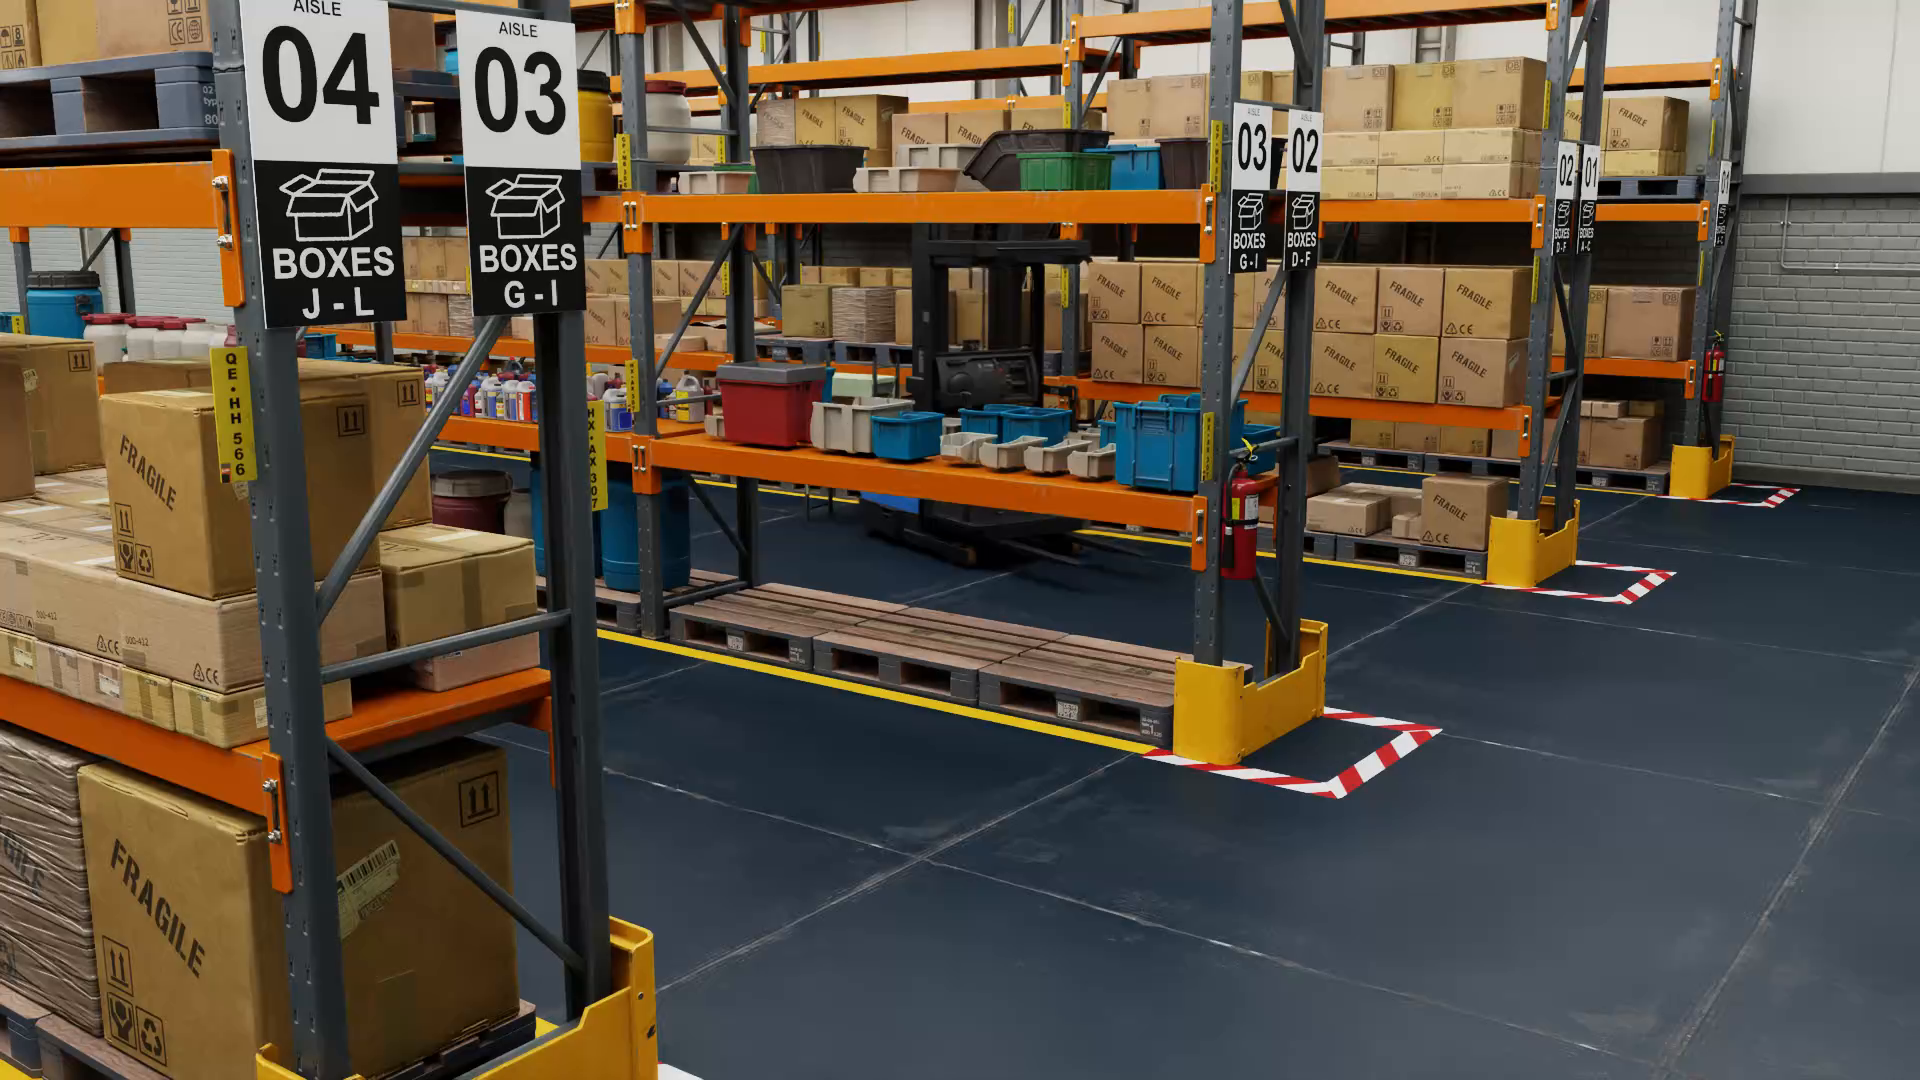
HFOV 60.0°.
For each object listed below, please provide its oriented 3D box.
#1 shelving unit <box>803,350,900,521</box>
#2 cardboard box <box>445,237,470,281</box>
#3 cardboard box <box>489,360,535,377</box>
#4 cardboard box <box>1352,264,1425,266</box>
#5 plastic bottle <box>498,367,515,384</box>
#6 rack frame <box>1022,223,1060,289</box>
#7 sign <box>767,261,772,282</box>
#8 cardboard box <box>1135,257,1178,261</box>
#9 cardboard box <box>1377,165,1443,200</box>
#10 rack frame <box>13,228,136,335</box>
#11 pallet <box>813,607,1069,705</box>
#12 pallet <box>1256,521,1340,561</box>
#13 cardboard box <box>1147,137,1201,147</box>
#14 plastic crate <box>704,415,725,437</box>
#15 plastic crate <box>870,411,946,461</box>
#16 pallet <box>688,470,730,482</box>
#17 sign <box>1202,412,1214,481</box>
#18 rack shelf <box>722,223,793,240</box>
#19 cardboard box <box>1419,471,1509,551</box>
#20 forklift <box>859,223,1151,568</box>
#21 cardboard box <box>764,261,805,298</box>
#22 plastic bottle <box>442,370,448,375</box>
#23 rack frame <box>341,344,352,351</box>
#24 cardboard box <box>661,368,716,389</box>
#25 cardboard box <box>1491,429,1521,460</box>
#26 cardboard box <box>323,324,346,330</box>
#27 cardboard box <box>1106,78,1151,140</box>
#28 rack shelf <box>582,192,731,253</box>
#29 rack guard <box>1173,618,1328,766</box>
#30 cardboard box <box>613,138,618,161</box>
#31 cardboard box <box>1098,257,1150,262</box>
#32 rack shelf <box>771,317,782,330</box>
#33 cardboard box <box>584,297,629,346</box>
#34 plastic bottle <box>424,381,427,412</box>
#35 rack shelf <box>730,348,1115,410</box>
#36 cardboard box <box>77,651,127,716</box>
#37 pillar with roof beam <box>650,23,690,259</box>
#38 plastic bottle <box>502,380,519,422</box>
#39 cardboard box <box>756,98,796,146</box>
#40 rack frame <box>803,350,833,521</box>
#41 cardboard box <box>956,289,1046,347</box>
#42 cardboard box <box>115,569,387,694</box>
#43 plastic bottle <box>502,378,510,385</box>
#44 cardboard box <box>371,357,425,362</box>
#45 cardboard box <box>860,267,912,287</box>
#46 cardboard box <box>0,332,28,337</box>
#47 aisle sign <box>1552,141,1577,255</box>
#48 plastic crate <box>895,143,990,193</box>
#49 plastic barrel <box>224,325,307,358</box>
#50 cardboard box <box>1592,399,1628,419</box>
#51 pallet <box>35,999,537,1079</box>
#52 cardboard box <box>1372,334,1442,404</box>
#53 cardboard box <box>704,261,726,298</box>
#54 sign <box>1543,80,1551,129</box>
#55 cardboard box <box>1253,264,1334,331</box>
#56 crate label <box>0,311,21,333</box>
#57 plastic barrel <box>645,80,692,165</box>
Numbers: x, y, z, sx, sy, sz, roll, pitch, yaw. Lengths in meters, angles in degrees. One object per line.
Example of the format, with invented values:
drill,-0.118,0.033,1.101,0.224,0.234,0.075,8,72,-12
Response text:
shelving unit,-0.959,-0.907,14.769,0.755,1.500,0.431,6,13,29
cardboard box,-5.588,-3.299,19.508,0.500,0.500,0.700,8,14,36
cardboard box,-5.415,-1.889,20.055,0.500,0.500,0.500,8,13,36
cardboard box,3.418,-1.960,13.369,0.500,0.500,0.500,8,14,36
plastic bottle,-3.374,-1.148,12.374,0.133,0.283,0.061,8,13,36
rack frame,0.927,-2.874,20.986,0.127,3.000,1.000,8,13,36
sign,-2.612,-3.664,22.794,0.005,0.325,0.100,8,13,36
cardboard box,2.394,-3.184,19.516,0.500,0.250,0.500,8,13,34
cardboard box,3.479,-2.690,12.533,0.500,0.250,0.500,8,13,36
rack frame,-8.161,-1.807,15.470,0.127,3.000,1.000,8,13,36
pallet,-0.110,0.676,9.981,1.213,0.211,1.003,8,13,36
pallet,2.762,-0.081,13.895,1.213,0.211,1.003,8,13,36
cardboard box,1.871,-3.161,13.653,0.500,0.250,0.500,8,13,36
plastic crate,-1.423,-0.733,10.457,0.243,0.136,0.396,8,13,36
plastic crate,-0.296,-0.596,9.498,0.300,0.233,0.416,8,13,36
pallet,-2.643,-0.844,17.838,1.213,0.211,1.003,8,13,36
sign,1.198,-0.452,8.037,0.005,0.325,0.100,8,13,36
rack shelf,-3.614,-3.459,18.009,4.000,0.370,1.077,8,13,36
cardboard box,3.862,-0.227,12.731,0.500,0.500,0.500,8,13,36
forklift,0.333,-1.320,13.138,1.130,2.935,3.031,-7,13,-31
cardboard box,-2.552,-3.712,23.690,0.500,0.500,0.500,8,13,34
plastic bottle,-4.012,-1.226,12.995,0.097,0.201,0.097,0,11,0
rack frame,-8.450,-3.014,21.713,0.127,3.000,1.000,8,13,36
cardboard box,-3.996,-2.516,24.560,0.500,0.500,0.700,7,13,32
cardboard box,5.942,-1.129,17.444,0.500,0.500,0.700,7,13,34
cardboard box,-7.656,-2.950,21.120,0.500,0.500,0.700,8,14,37
cardboard box,1.636,-3.629,14.097,0.500,0.500,0.700,8,13,36
rack shelf,-3.325,-2.251,11.767,4.000,0.370,1.077,8,13,36
rack guard,1.538,0.771,8.731,0.348,0.500,1.175,8,13,36
cardboard box,-4.980,-5.651,24.496,0.500,0.500,0.500,8,13,35
cardboard box,1.979,-3.240,19.808,0.500,0.250,0.500,8,14,36
rack shelf,-0.685,-2.745,22.216,4.000,0.370,1.077,8,13,36
cardboard box,-3.789,-2.409,18.322,0.500,0.500,0.500,8,14,36
plastic bottle,-3.876,-1.065,11.942,0.133,0.283,0.061,8,13,36
rack shelf,-0.390,-1.537,15.970,4.000,0.370,1.077,8,13,36
cardboard box,-2.316,0.377,4.845,0.250,0.149,0.380,8,14,36
pillar with roof beam,-6.993,-6.113,21.936,0.400,9.000,9.100,8,13,36
plastic bottle,-3.032,-0.954,11.390,0.135,0.276,0.152,8,13,36
cardboard box,-1.655,-4.077,16.416,0.500,0.500,0.500,8,13,36
rack frame,-1.277,-0.942,14.948,0.023,1.500,0.400,6,13,29
cardboard box,0.380,-2.075,15.491,0.700,0.500,0.500,-11,15,-44
cardboard box,-1.969,0.215,4.635,0.500,0.250,0.500,8,13,35
plastic bottle,-3.160,-0.999,11.635,0.097,0.271,0.097,0,11,0
cardboard box,-6.942,-1.975,20.501,0.500,0.500,0.500,8,13,36
cardboard box,-0.912,-3.393,22.248,0.500,0.500,0.700,10,15,43
cardboard box,-4.116,-0.579,6.761,0.500,0.500,0.500,8,14,37
aisle sign,4.319,-2.437,11.885,0.004,0.787,0.394,8,13,36
plastic crate,-0.093,-2.168,9.755,0.530,0.282,0.437,8,13,36
plastic barrel,-5.491,-1.429,13.163,0.708,0.536,0.600,8,13,36
cardboard box,6.540,-1.321,16.731,0.250,0.149,0.380,8,13,35
pallet,-2.112,1.592,5.245,1.213,0.211,1.003,8,13,36
cardboard box,3.503,-1.331,12.749,0.500,0.500,0.500,8,14,36
cardboard box,-3.267,-3.689,23.567,0.500,0.500,0.500,8,13,35
sign,4.101,-3.040,11.618,0.005,0.325,0.100,8,13,36
cardboard box,2.682,-1.935,13.240,0.500,0.500,0.500,8,14,37
crate label,-9.742,-2.108,16.936,0.616,0.435,0.502,8,13,36
plastic barrel,-1.989,-2.750,10.988,0.433,0.535,0.433,0,11,0
